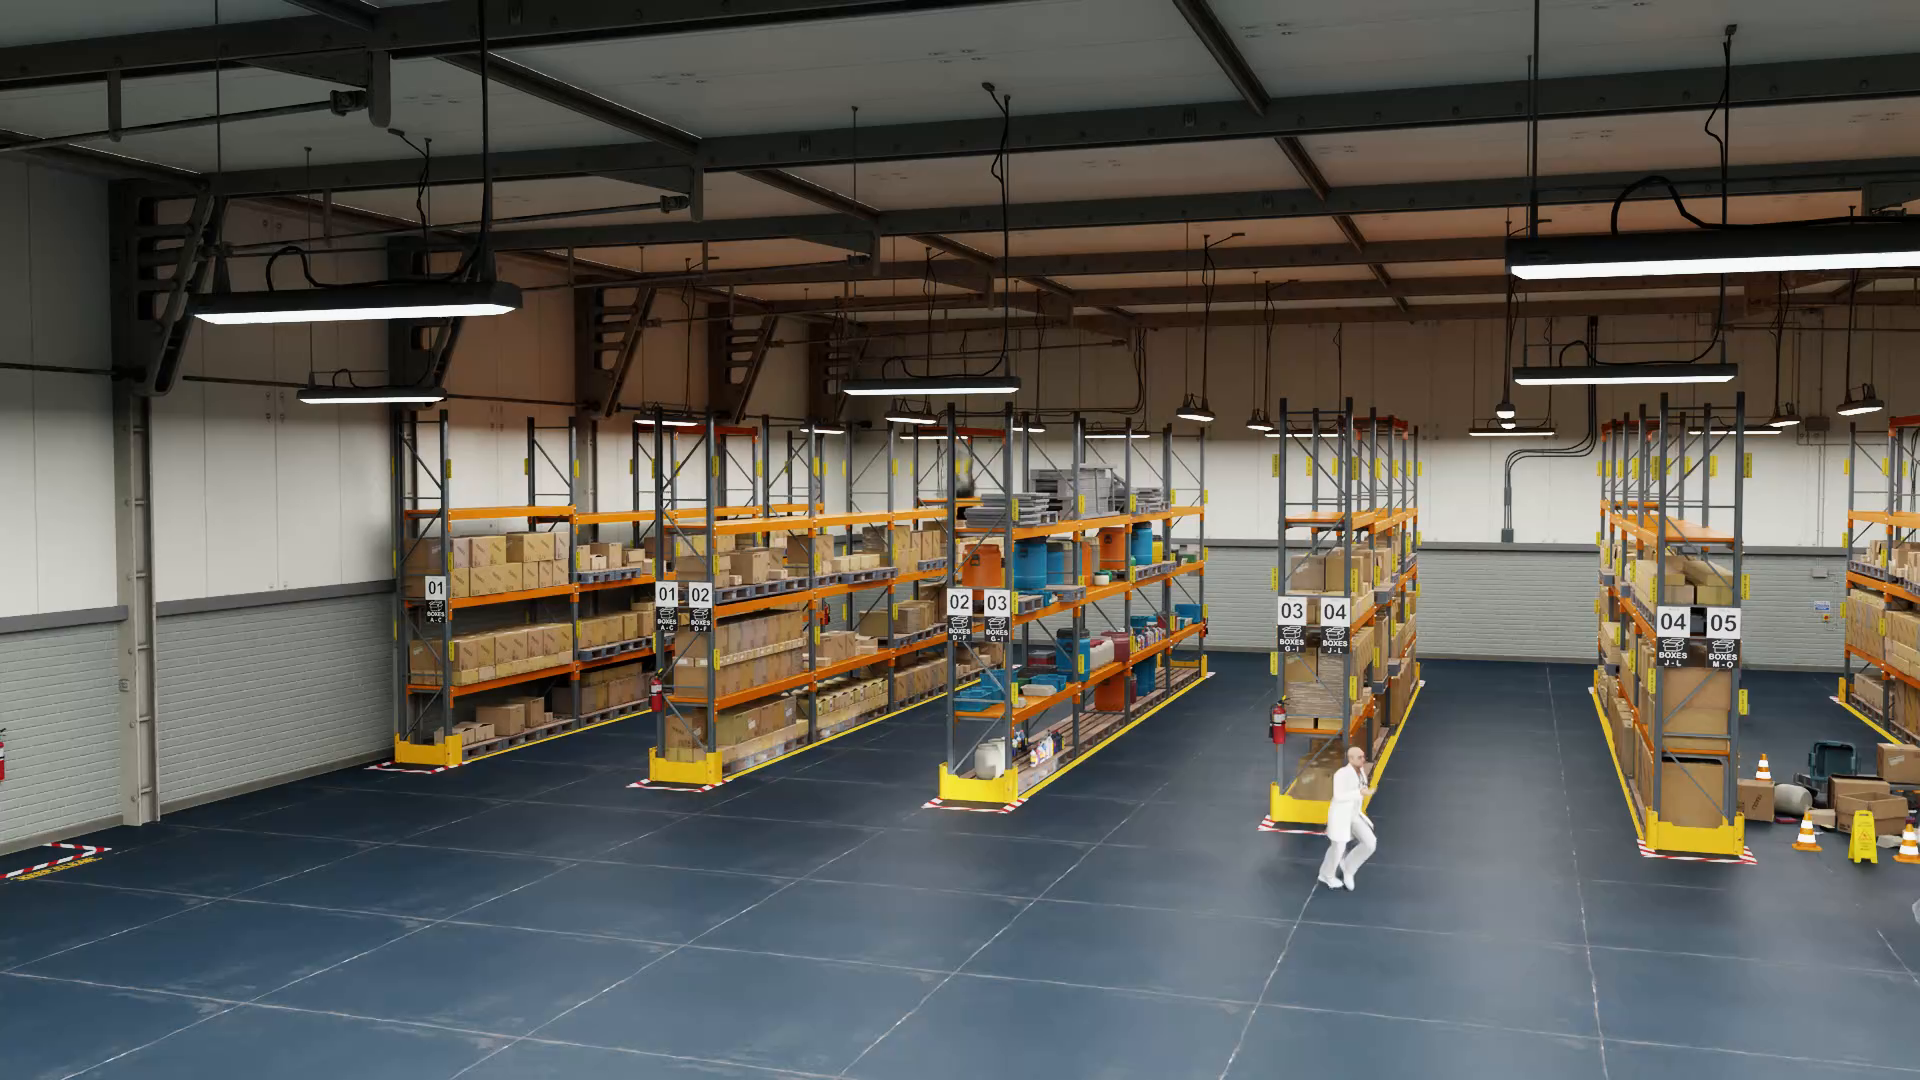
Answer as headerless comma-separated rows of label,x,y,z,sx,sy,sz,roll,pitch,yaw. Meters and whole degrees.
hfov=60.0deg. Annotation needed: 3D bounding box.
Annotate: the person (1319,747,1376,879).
person,4.576,3.229,19.573,0.673,1.634,0.869,-2,3,-34
